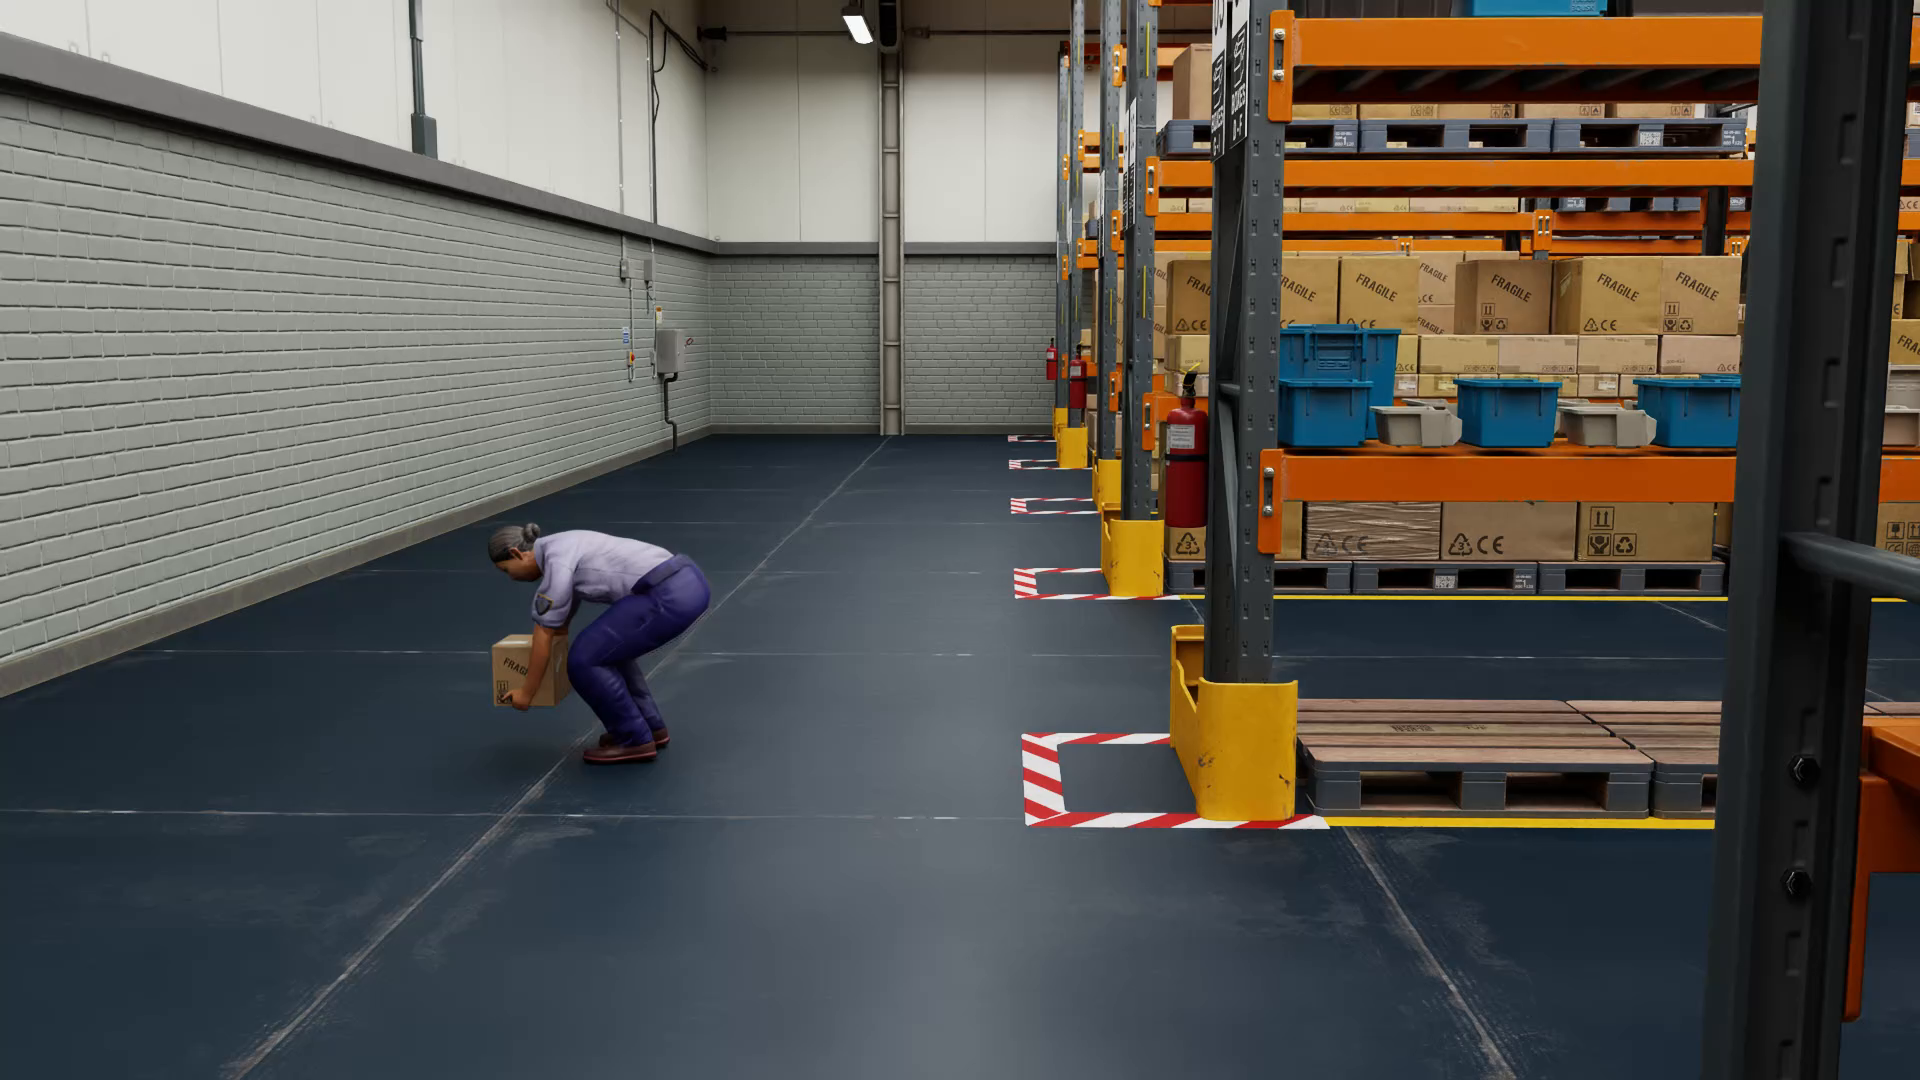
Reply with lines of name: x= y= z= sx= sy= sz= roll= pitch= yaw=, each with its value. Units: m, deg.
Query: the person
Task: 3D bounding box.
person: x=-1.476 y=0.409 z=6.834 sx=0.886 sy=0.970 sz=0.501 roll=0 pitch=7 yaw=-1
